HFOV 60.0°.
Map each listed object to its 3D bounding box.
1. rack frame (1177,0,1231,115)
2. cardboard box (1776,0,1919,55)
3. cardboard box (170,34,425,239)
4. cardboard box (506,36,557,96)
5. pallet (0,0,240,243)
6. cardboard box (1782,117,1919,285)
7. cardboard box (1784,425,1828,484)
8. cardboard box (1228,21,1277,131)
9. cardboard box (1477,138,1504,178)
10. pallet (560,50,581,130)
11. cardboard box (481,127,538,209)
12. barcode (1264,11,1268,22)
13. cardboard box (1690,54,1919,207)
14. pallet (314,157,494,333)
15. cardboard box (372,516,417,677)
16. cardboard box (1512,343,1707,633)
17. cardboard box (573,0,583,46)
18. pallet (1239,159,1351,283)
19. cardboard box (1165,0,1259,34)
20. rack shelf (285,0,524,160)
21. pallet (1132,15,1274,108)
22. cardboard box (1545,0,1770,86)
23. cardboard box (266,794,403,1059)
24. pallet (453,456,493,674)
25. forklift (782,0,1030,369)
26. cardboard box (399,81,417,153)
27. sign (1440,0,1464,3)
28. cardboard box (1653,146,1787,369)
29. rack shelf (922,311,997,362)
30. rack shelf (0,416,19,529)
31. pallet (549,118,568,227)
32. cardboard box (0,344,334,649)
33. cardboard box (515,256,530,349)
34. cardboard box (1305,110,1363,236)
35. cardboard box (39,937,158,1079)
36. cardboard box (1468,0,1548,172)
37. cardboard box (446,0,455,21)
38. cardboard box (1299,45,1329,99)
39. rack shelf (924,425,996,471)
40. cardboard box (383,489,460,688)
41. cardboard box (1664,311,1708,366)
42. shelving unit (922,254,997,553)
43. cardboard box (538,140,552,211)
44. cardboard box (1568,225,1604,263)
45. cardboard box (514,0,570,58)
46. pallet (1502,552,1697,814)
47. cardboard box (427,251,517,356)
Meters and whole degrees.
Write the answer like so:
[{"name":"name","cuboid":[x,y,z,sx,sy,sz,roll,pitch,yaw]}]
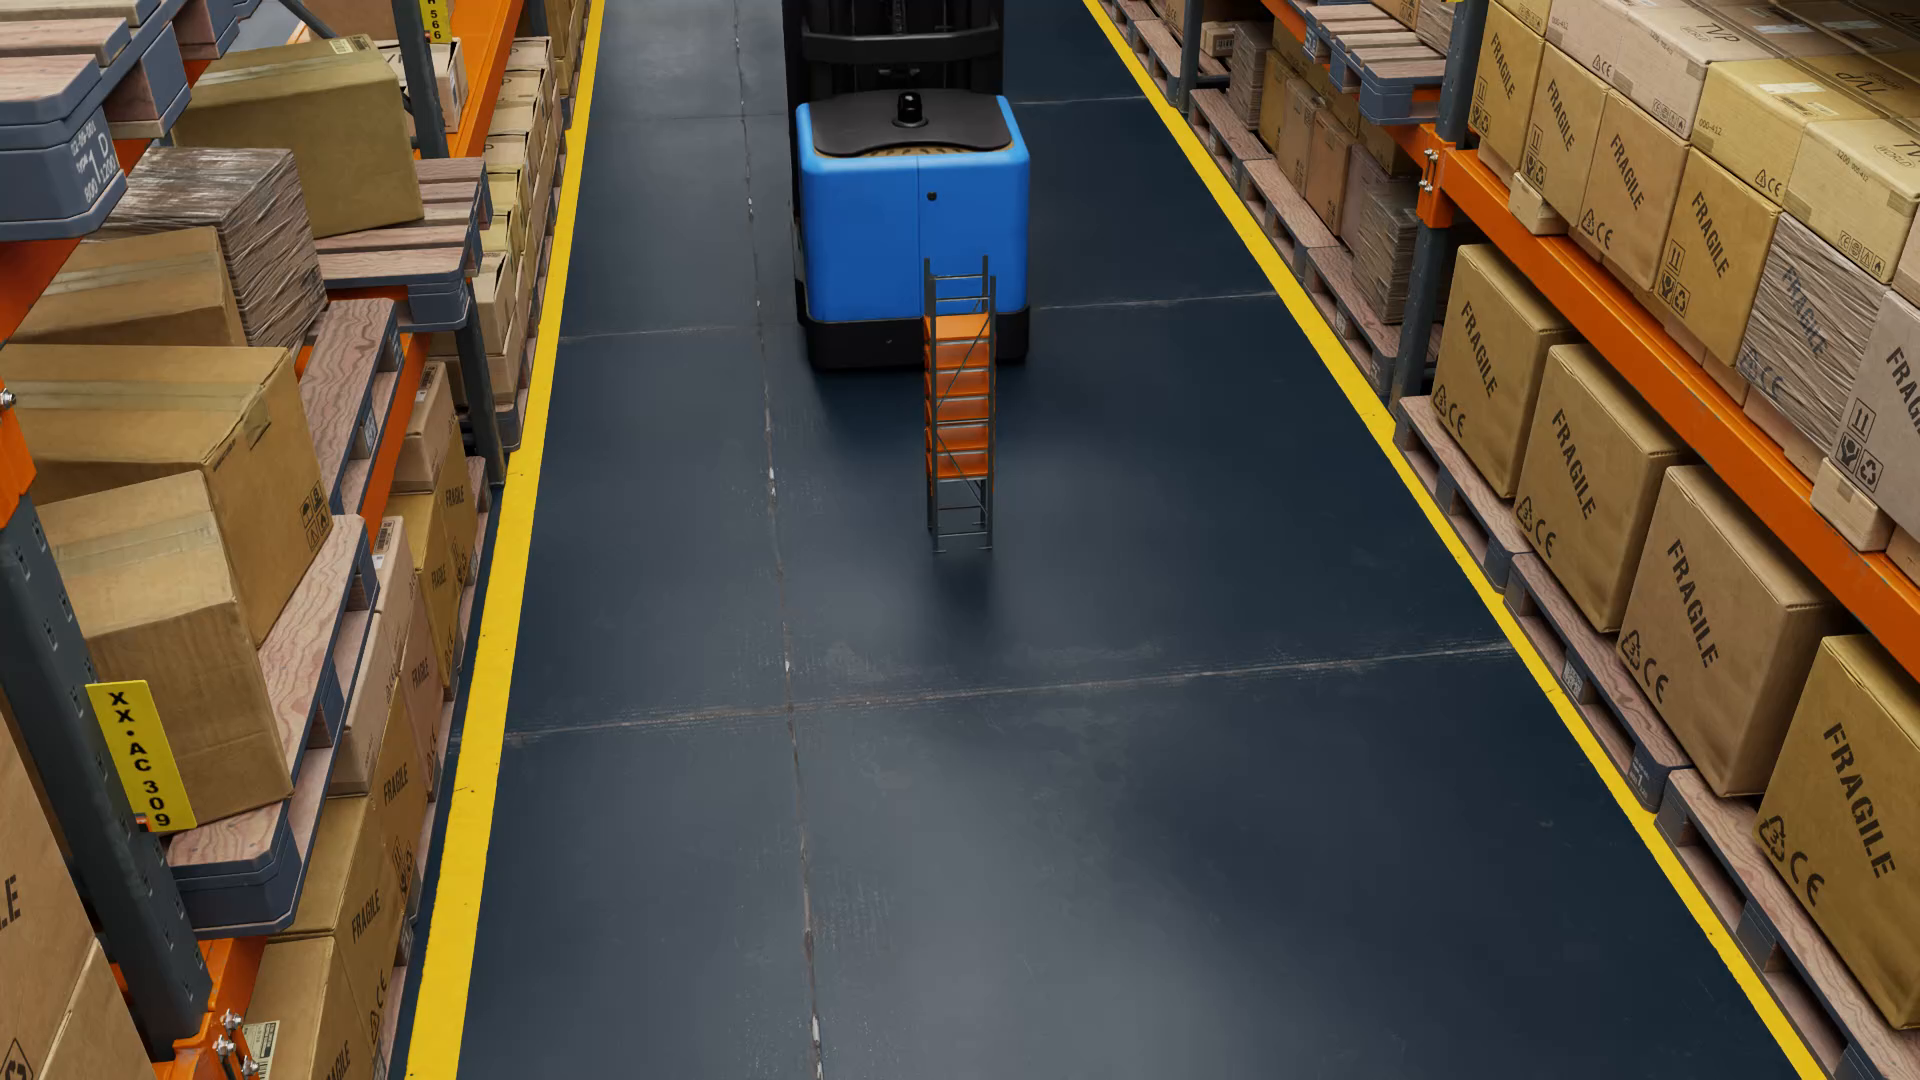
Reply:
[{"name":"rack frame","cuboid":[1.926,-4.072,10.062,1.000,3.000,0.127,-4,35,-6]},{"name":"cardboard box","cuboid":[2.914,-1.513,5.270,0.500,0.250,0.500,-5,35,-8]},{"name":"cardboard box","cuboid":[-2.248,-1.335,5.583,0.700,0.500,0.500,-16,37,-22]},{"name":"cardboard box","cuboid":[-2.643,-2.760,9.707,0.500,0.311,0.500,-4,35,-6]},{"name":"pallet","cuboid":[-1.924,-0.762,2.708,1.213,0.211,1.003,-4,35,-6]},{"name":"cardboard box","cuboid":[2.558,-0.902,4.374,0.500,0.250,0.500,-4,34,-5]},{"name":"cardboard box","cuboid":[2.568,-0.251,4.660,0.380,0.149,0.250,-4,35,-6]},{"name":"cardboard box","cuboid":[2.042,-2.812,10.041,0.700,0.500,0.500,-3,34,-5]},{"name":"cardboard box","cuboid":[2.279,-1.543,6.556,0.380,0.149,0.250,-5,35,-7]},{"name":"pallet","cuboid":[-3.047,-2.990,10.950,1.003,0.211,1.213,-4,35,-6]},{"name":"cardboard box","cuboid":[-2.438,-1.911,8.461,0.500,0.311,0.500,-5,35,-7]},{"name":"barcode","cuboid":[2.109,-3.602,11.450,0.001,0.075,0.075,-4,35,-6]},{"name":"cardboard box","cuboid":[2.489,-1.187,4.791,0.500,0.250,0.500,-5,35,-7]},{"name":"pallet","cuboid":[-2.283,-1.011,5.740,1.213,0.211,1.003,-4,35,-6]},{"name":"cardboard box","cuboid":[-1.932,0.184,4.979,0.500,0.250,0.500,-5,35,-7]},{"name":"cardboard box","cuboid":[2.545,-0.216,5.939,0.750,0.750,0.750,-5,35,-7]},{"name":"cardboard box","cuboid":[-2.868,-3.573,11.398,0.500,0.250,0.500,-4,35,-6]},{"name":"pallet","cuboid":[2.200,-1.803,9.209,1.003,0.211,1.213,-4,35,-6]},{"name":"cardboard box","cuboid":[1.747,-3.797,11.487,0.500,0.500,0.500,-7,35,-10]},{"name":"rack shelf","cuboid":[-2.713,-2.282,8.073,1.077,0.370,4.000,-4,35,-6]},{"name":"pallet","cuboid":[1.801,-3.292,11.393,1.003,0.211,1.213,-4,35,-6]},{"name":"cardboard box","cuboid":[2.343,-1.750,5.617,0.500,0.250,0.500,-5,35,-7]},{"name":"cardboard box","cuboid":[-1.812,1.035,4.396,0.500,0.500,0.500,-4,34,-6]},{"name":"pallet","cuboid":[-2.381,0.109,6.403,1.003,0.211,1.213,-4,35,-6]},{"name":"forklift","cuboid":[-0.358,-2.830,8.300,1.130,2.935,3.031,-4,34,-6]},{"name":"cardboard box","cuboid":[-2.450,-1.632,6.561,0.500,0.311,0.500,-2,34,-3]},{"name":"sign","cuboid":[1.928,-2.240,6.415,0.100,0.325,0.005,-4,35,-6]},{"name":"cardboard box","cuboid":[2.481,-0.862,4.981,0.500,0.500,0.500,-3,34,-5]},{"name":"rack shelf","cuboid":[-0.002,-0.765,6.246,0.258,0.103,0.180,-4,35,-6]},{"name":"rack shelf","cuboid":[-1.637,0.943,0.678,1.077,0.370,4.000,-4,35,-6]},{"name":"pallet","cuboid":[-2.844,-2.135,9.695,1.003,0.211,1.213,-4,35,-6]},{"name":"cardboard box","cuboid":[-1.903,-0.106,3.780,0.700,0.500,0.500,1,34,1]},{"name":"cardboard box","cuboid":[-2.292,-1.095,7.762,0.500,0.250,0.500,-5,35,-8]},{"name":"cardboard box","cuboid":[2.267,-1.958,8.789,0.700,0.500,0.500,-5,35,-7]},{"name":"cardboard box","cuboid":[-1.584,0.987,2.549,0.500,0.500,0.500,-4,34,-6]},{"name":"cardboard box","cuboid":[2.276,-1.722,6.243,0.500,0.500,0.500,-3,34,-5]},{"name":"cardboard box","cuboid":[-2.757,-2.733,8.008,0.500,0.500,0.500,-4,35,-6]},{"name":"cardboard box","cuboid":[2.178,-2.586,9.044,0.500,0.250,0.500,-5,35,-8]},{"name":"rack shelf","cuboid":[-0.002,-0.368,6.517,0.258,0.103,0.180,-4,35,-6]},{"name":"cardboard box","cuboid":[-2.016,0.181,5.650,0.500,0.500,0.500,-6,35,-8]},{"name":"cardboard box","cuboid":[2.496,-0.688,5.302,0.380,0.149,0.250,-4,34,-6]},{"name":"shelving unit","cuboid":[-0.002,-0.504,6.424,0.258,1.200,0.189,-4,35,-6]},{"name":"cardboard box","cuboid":[-2.503,-1.955,9.024,0.500,0.250,0.500,-4,34,-5]},{"name":"cardboard box","cuboid":[2.412,-1.116,5.930,0.380,0.149,0.250,-5,35,-7]},{"name":"cardboard box","cuboid":[-2.734,-3.325,10.368,0.500,0.500,0.500,-4,35,-6]},{"name":"pallet","cuboid":[2.656,0.437,5.921,1.003,0.211,1.213,-4,35,-6]},{"name":"cardboard box","cuboid":[-2.223,-1.046,7.193,0.500,0.311,0.500,-3,34,-5]}]
